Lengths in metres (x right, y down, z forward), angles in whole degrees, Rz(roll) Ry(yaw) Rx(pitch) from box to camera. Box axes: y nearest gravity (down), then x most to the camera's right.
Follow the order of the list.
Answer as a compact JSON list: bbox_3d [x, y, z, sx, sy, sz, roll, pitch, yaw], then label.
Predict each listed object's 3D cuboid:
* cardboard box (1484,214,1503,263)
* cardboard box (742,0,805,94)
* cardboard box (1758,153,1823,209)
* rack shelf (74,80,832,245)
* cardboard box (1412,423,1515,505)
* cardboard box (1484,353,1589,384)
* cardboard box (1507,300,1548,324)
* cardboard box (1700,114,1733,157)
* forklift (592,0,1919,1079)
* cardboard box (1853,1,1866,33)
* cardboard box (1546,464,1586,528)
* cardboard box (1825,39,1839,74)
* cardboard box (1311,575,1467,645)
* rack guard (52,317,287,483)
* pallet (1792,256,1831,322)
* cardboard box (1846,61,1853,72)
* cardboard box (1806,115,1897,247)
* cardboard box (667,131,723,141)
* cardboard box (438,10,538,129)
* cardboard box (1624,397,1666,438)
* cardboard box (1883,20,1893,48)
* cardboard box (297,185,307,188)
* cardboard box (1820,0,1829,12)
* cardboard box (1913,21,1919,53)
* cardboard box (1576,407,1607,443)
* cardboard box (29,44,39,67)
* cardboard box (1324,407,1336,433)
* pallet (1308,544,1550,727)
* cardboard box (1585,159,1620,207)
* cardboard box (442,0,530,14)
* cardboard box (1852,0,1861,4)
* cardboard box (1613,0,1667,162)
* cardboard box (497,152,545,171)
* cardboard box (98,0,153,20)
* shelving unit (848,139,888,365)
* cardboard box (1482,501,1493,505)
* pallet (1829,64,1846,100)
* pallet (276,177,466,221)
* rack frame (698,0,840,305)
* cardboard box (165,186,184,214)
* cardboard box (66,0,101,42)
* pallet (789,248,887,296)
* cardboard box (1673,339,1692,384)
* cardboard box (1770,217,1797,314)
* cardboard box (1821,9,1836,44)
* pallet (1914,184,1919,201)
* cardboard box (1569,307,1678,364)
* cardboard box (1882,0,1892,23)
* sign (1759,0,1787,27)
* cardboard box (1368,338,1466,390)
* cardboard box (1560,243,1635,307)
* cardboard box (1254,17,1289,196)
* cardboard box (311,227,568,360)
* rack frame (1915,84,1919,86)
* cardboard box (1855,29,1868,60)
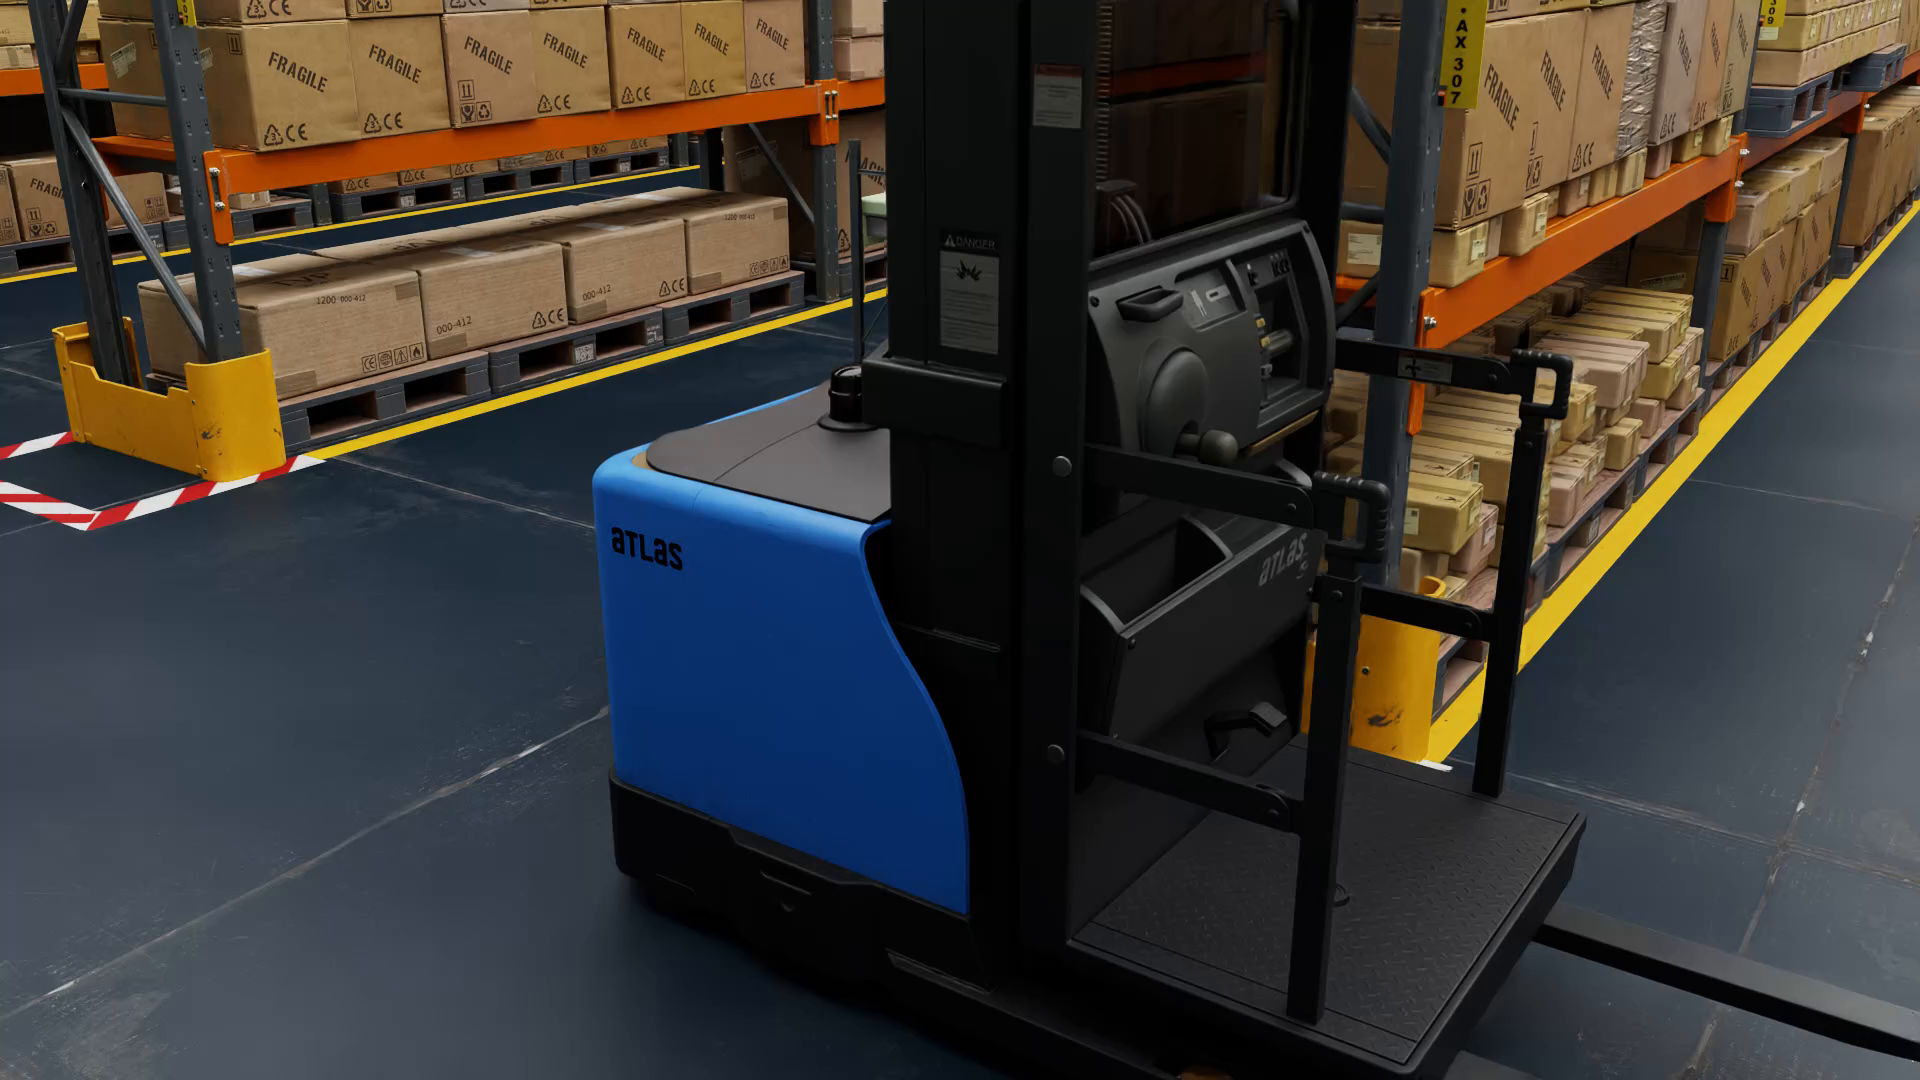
[{"bbox_3d":[1.279,-0.862,4.634,0.380,0.149,0.250,14,25,34],"label":"cardboard box"},{"bbox_3d":[-1.234,-2.818,9.415,0.500,0.500,0.500,14,24,32],"label":"cardboard box"},{"bbox_3d":[4.473,-2.004,9.277,0.500,0.250,0.500,14,24,33],"label":"cardboard box"},{"bbox_3d":[-2.309,-2.043,8.500,1.077,0.370,4.000,13,24,32],"label":"rack shelf"},{"bbox_3d":[1.596,-0.243,5.244,0.380,0.149,0.250,13,24,32],"label":"cardboard box"},{"bbox_3d":[2.078,-0.565,6.115,0.380,0.149,0.250,13,24,32],"label":"cardboard box"},{"bbox_3d":[2.295,-0.948,7.151,0.380,0.149,0.250,13,24,31],"label":"cardboard box"},{"bbox_3d":[2.944,-1.677,6.837,0.380,0.149,0.250,13,24,30],"label":"cardboard box"},{"bbox_3d":[0.675,-0.386,3.084,3.031,2.935,1.130,14,24,32],"label":"forklift"},{"bbox_3d":[4.445,-2.709,8.592,0.380,0.149,0.250,13,24,31],"label":"cardboard box"},{"bbox_3d":[2.001,-0.179,5.931,0.380,0.149,0.250,12,23,29],"label":"cardboard box"},{"bbox_3d":[4.004,-2.343,8.033,0.380,0.149,0.250,14,24,32],"label":"cardboard box"},{"bbox_3d":[1.276,0.182,4.952,0.380,0.149,0.250,14,24,33],"label":"cardboard box"},{"bbox_3d":[-3.447,-0.627,7.239,1.175,0.500,0.348,13,24,32],"label":"rack guard"},{"bbox_3d":[4.774,-1.633,10.377,1.003,0.211,1.213,13,24,32],"label":"pallet"},{"bbox_3d":[5.690,-3.288,10.687,0.500,0.500,0.500,14,24,32],"label":"cardboard box"},{"bbox_3d":[5.631,-2.464,11.240,1.050,0.750,0.750,13,24,31],"label":"cardboard box"},{"bbox_3d":[-2.682,-4.328,16.459,0.875,0.625,0.625,14,25,34],"label":"cardboard box"},{"bbox_3d":[-2.364,-2.228,7.820,0.500,0.500,0.500,13,24,32],"label":"cardboard box"},{"bbox_3d":[2.717,-0.552,6.937,0.380,0.149,0.250,12,24,30],"label":"cardboard box"},{"bbox_3d":[5.176,-2.942,9.652,0.380,0.149,0.250,13,24,32],"label":"cardboard box"},{"bbox_3d":[-5.261,-3.144,13.439,0.500,0.500,0.500,13,24,32],"label":"cardboard box"},{"bbox_3d":[3.719,-2.480,7.546,0.380,0.149,0.250,14,25,33],"label":"cardboard box"},{"bbox_3d":[6.822,-3.868,12.254,0.500,0.500,0.500,14,24,32],"label":"cardboard box"},{"bbox_3d":[2.257,-0.501,6.372,0.380,0.149,0.250,12,23,29],"label":"cardboard box"},{"bbox_3d":[-6.145,-3.223,11.017,0.380,0.149,0.250,13,24,32],"label":"cardboard box"},{"bbox_3d":[1.034,-0.370,5.588,0.380,0.149,0.250,13,24,31],"label":"cardboard box"},{"bbox_3d":[1.246,0.190,5.447,1.003,0.211,1.213,13,24,32],"label":"pallet"},{"bbox_3d":[2.005,-1.239,5.652,0.380,0.149,0.250,14,25,34],"label":"cardboard box"},{"bbox_3d":[-2.361,-2.703,7.663,0.500,0.500,0.500,13,24,31],"label":"cardboard box"},{"bbox_3d":[4.293,-2.770,8.329,0.380,0.149,0.250,14,25,34],"label":"cardboard box"},{"bbox_3d":[2.045,-1.575,5.627,0.500,0.500,0.500,13,24,30],"label":"cardboard box"},{"bbox_3d":[-3.962,-3.485,14.360,0.500,0.500,0.500,12,24,30],"label":"cardboard box"},{"bbox_3d":[-3.360,-2.507,7.133,0.500,0.500,0.500,14,25,34],"label":"cardboard box"},{"bbox_3d":[0.004,-0.705,6.010,0.431,1.500,0.755,13,24,32],"label":"shelving unit"},{"bbox_3d":[1.489,-0.125,5.353,0.380,0.149,0.250,14,24,33],"label":"cardboard box"},{"bbox_3d":[4.135,-2.499,8.974,1.003,0.211,1.213,13,24,32],"label":"pallet"},{"bbox_3d":[-4.866,-2.854,13.676,1.003,0.211,1.213,13,24,32],"label":"pallet"},{"bbox_3d":[-1.185,-2.954,9.927,1.000,3.000,0.127,13,24,32],"label":"rack frame"},{"bbox_3d":[-5.563,-2.516,12.078,0.396,0.266,0.258,14,25,34],"label":"cardboard box"},{"bbox_3d":[-5.938,-3.509,11.215,0.500,0.250,0.500,13,24,31],"label":"cardboard box"},{"bbox_3d":[-0.814,-1.882,11.049,1.003,0.211,1.213,13,24,32],"label":"pallet"},{"bbox_3d":[2.910,-0.784,7.137,0.380,0.149,0.250,12,23,29],"label":"cardboard box"},{"bbox_3d":[4.180,-1.507,9.014,0.500,0.500,0.500,14,24,33],"label":"cardboard box"},{"bbox_3d":[3.856,-2.408,7.780,0.380,0.149,0.250,14,24,33],"label":"cardboard box"},{"bbox_3d":[7.955,-3.208,14.633,1.003,0.211,1.213,13,24,32],"label":"pallet"},{"bbox_3d":[2.736,-0.850,6.885,0.380,0.149,0.250,13,24,31],"label":"cardboard box"},{"bbox_3d":[5.019,-3.000,9.381,0.380,0.149,0.250,14,24,33],"label":"cardboard box"},{"bbox_3d":[3.419,-2.320,6.965,0.100,0.325,0.005,13,24,32],"label":"sign"},{"bbox_3d":[1.701,-0.655,6.357,0.380,0.149,0.250,13,24,32],"label":"cardboard box"},{"bbox_3d":[3.173,-1.304,8.463,0.500,0.500,0.500,13,24,31],"label":"cardboard box"},{"bbox_3d":[0.757,-1.235,4.708,0.500,0.500,0.500,14,24,33],"label":"cardboard box"},{"bbox_3d":[-2.638,-1.275,8.475,0.875,0.438,0.875,14,25,33],"label":"cardboard box"},{"bbox_3d":[7.463,-4.313,13.601,1.000,3.000,0.127,13,24,32],"label":"rack frame"},{"bbox_3d":[4.592,-2.646,8.852,0.380,0.149,0.250,14,25,33],"label":"cardboard box"}]
